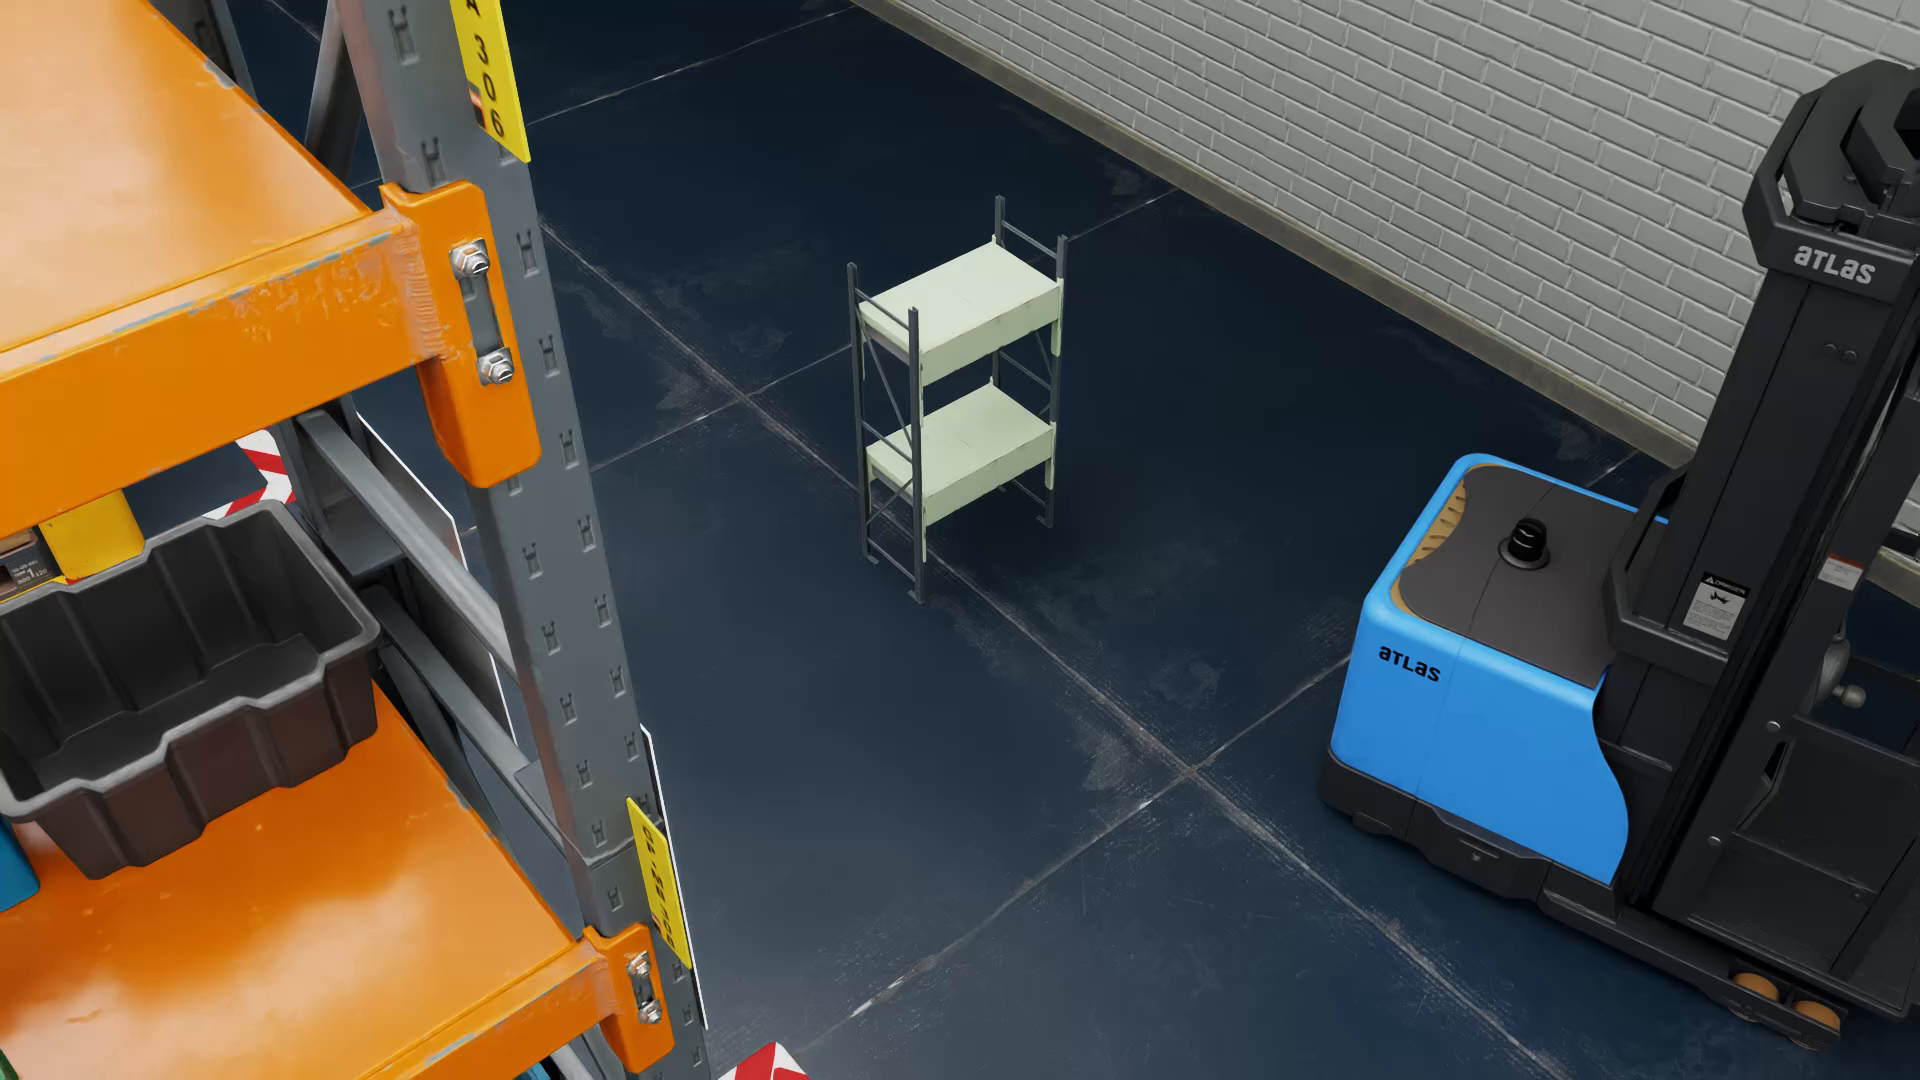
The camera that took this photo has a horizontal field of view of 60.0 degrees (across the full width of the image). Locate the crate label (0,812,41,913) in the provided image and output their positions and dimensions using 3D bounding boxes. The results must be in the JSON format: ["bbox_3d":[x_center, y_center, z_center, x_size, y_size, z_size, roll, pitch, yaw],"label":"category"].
[{"bbox_3d":[-1.723,0.481,2.518,0.502,0.251,0.408,-30,51,-28],"label":"crate label"}]

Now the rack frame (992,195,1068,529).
[{"bbox_3d":[0.276,-0.705,6.958,0.023,1.500,0.400,-30,51,-28],"label":"rack frame"}]

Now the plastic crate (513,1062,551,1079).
[{"bbox_3d":[-0.945,1.495,3.451,0.499,0.435,0.616,-30,51,-28],"label":"plastic crate"}]

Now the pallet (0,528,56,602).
[{"bbox_3d":[-4.652,0.082,7.062,1.213,0.211,1.003,-30,51,-28],"label":"pallet"}]

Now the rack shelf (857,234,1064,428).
[{"bbox_3d":[-0.005,-0.828,6.520,0.720,0.370,0.431,-30,51,-28],"label":"rack shelf"}]

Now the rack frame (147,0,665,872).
[{"bbox_3d":[-0.808,-0.903,1.691,0.127,3.000,1.000,-30,51,-28],"label":"rack frame"}]

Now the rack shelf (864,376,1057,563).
[{"bbox_3d":[-0.005,-0.306,7.010,0.720,0.370,0.431,-30,51,-28],"label":"rack shelf"}]

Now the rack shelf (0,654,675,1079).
[{"bbox_3d":[-2.342,1.332,2.029,4.000,0.370,1.077,-30,51,-28],"label":"rack shelf"}]

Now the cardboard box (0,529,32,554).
[{"bbox_3d":[-4.242,-0.199,6.830,0.500,0.500,0.500,-30,51,-28],"label":"cardboard box"}]

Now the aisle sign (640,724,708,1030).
[{"bbox_3d":[-0.565,0.459,2.725,0.004,0.787,0.394,-30,51,-28],"label":"aisle sign"}]

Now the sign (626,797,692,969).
[{"bbox_3d":[-0.443,0.511,2.454,0.005,0.325,0.100,-30,51,-28],"label":"sign"}]

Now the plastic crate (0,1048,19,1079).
[{"bbox_3d":[-1.381,0.851,2.170,0.336,0.188,0.450,-30,51,-28],"label":"plastic crate"}]

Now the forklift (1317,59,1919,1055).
[{"bbox_3d":[2.849,0.199,4.951,3.031,2.935,1.130,24,48,23],"label":"forklift"}]

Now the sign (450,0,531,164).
[{"bbox_3d":[-0.443,-0.503,1.502,0.005,0.325,0.100,-30,51,-28],"label":"sign"}]

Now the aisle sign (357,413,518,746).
[{"bbox_3d":[-0.943,0.149,3.055,0.004,0.787,0.394,-30,51,-28],"label":"aisle sign"}]

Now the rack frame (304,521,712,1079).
[{"bbox_3d":[-0.808,1.284,3.745,0.127,3.000,1.000,-30,51,-28],"label":"rack frame"}]

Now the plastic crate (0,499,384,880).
[{"bbox_3d":[-1.282,0.261,2.739,0.590,0.269,0.497,-30,51,-28],"label":"plastic crate"}]

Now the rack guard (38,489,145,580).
[{"bbox_3d":[-4.041,-0.374,7.337,0.348,0.500,1.175,-30,51,-28],"label":"rack guard"}]

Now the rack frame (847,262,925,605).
[{"bbox_3d":[-0.286,-0.383,6.616,0.023,1.500,0.400,-30,51,-28],"label":"rack frame"}]

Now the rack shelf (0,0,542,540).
[{"bbox_3d":[-2.342,0.384,1.139,4.000,0.370,1.077,-30,51,-28],"label":"rack shelf"}]

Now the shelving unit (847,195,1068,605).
[{"bbox_3d":[-0.005,-0.544,6.787,0.755,1.500,0.431,-30,51,-28],"label":"shelving unit"}]
